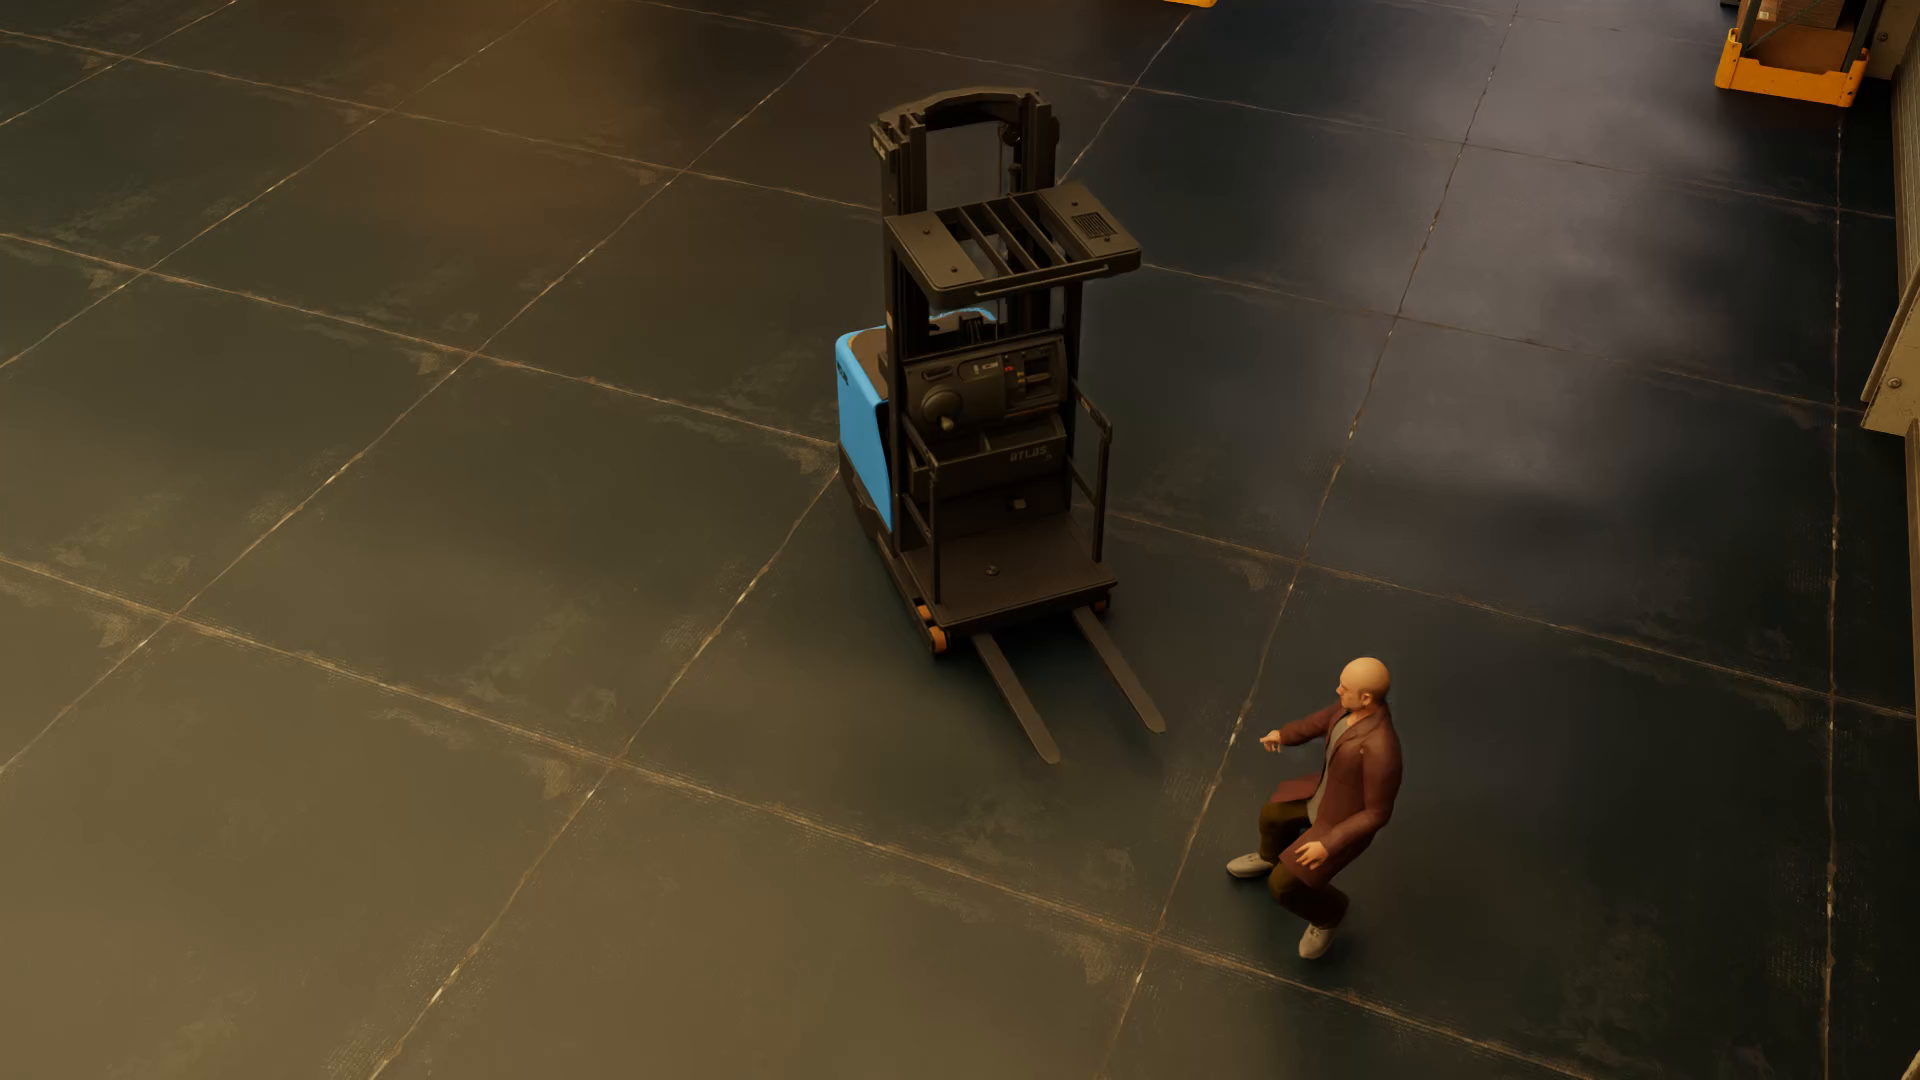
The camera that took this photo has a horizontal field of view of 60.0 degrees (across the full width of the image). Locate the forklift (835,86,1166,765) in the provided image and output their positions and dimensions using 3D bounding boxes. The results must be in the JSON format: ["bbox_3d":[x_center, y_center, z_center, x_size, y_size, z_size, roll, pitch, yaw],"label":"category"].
[{"bbox_3d":[0.229,-0.778,8.935,1.130,2.935,3.031,-14,42,-16],"label":"forklift"}]

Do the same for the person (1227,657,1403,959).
[{"bbox_3d":[1.611,1.170,7.591,0.583,1.671,0.870,1,40,1],"label":"person"}]
